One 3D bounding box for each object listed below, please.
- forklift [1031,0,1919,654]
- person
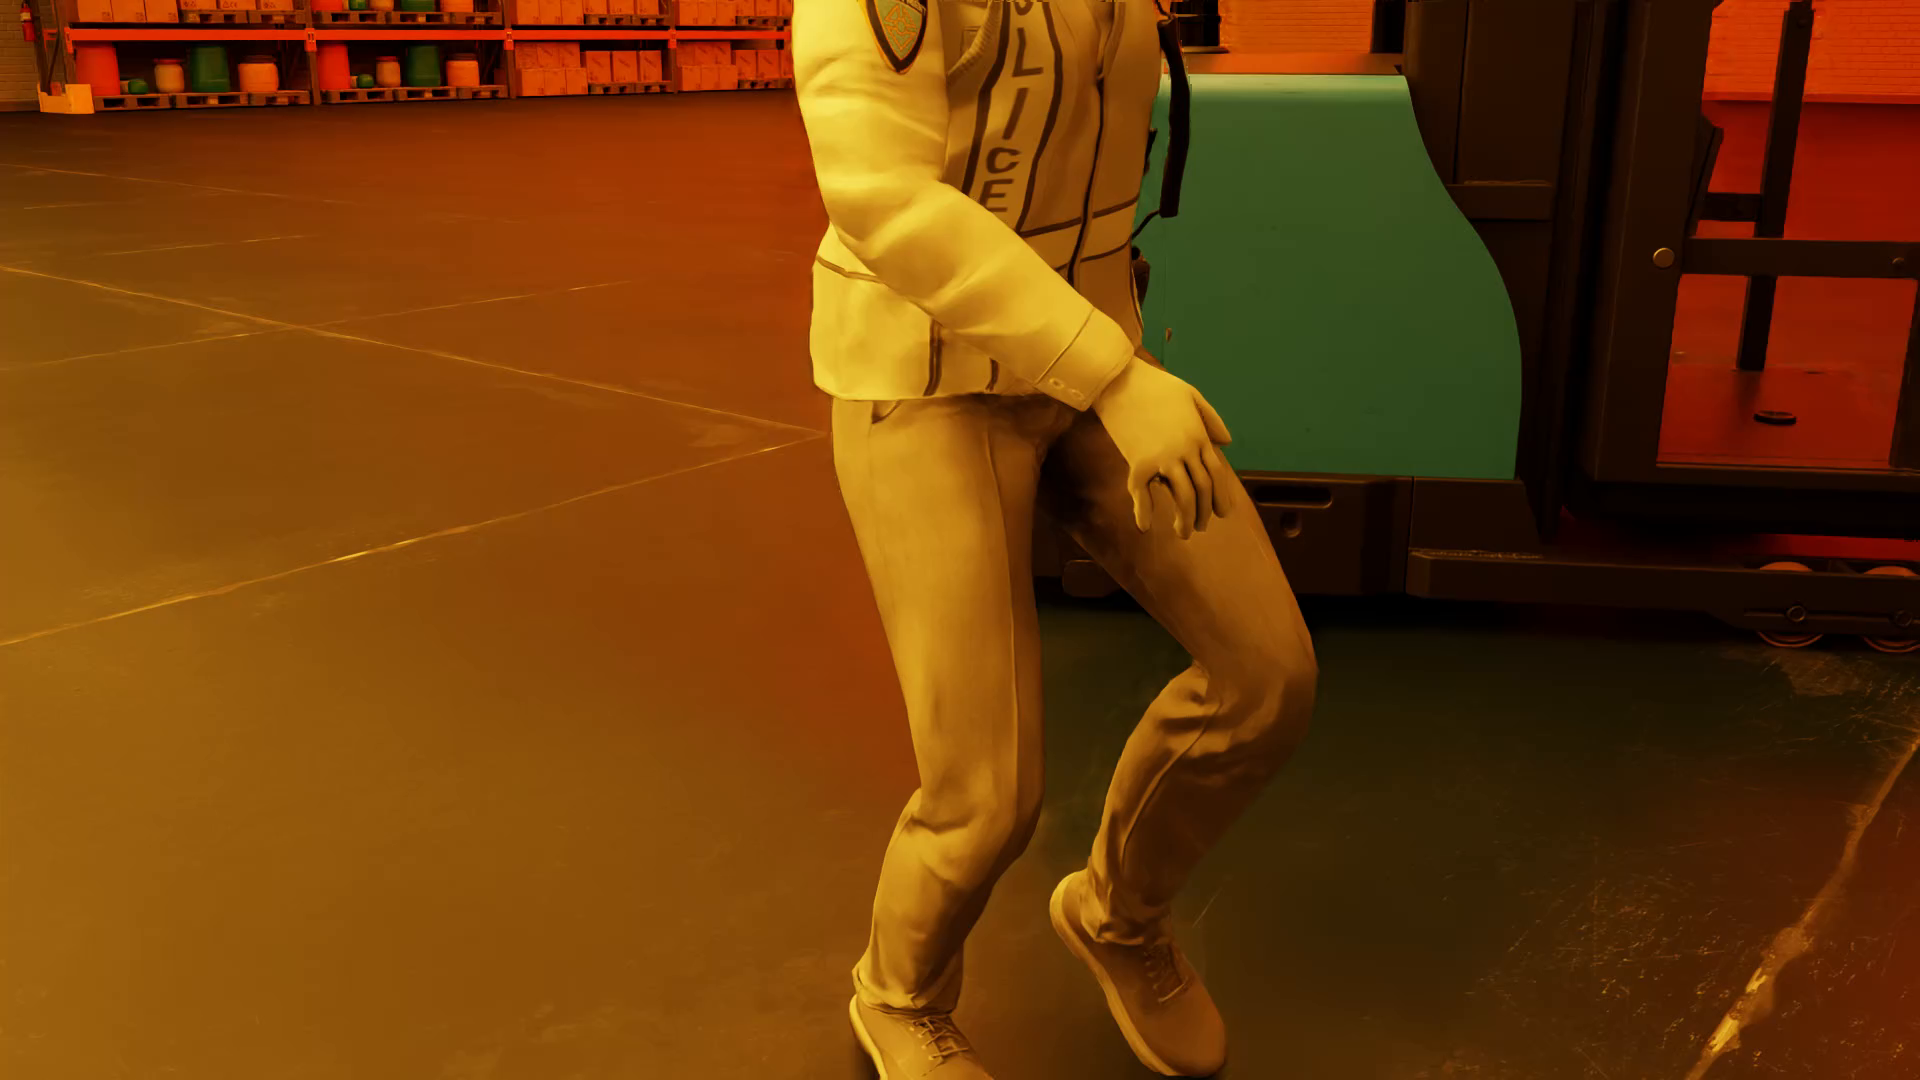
[{"bbox_3d":[1.608,-1.348,3.338,3.031,2.935,1.130,2,17,8],"label":"forklift"},{"bbox_3d":[0.065,-0.135,1.696,0.654,1.614,0.671,-15,23,-41],"label":"person"}]
